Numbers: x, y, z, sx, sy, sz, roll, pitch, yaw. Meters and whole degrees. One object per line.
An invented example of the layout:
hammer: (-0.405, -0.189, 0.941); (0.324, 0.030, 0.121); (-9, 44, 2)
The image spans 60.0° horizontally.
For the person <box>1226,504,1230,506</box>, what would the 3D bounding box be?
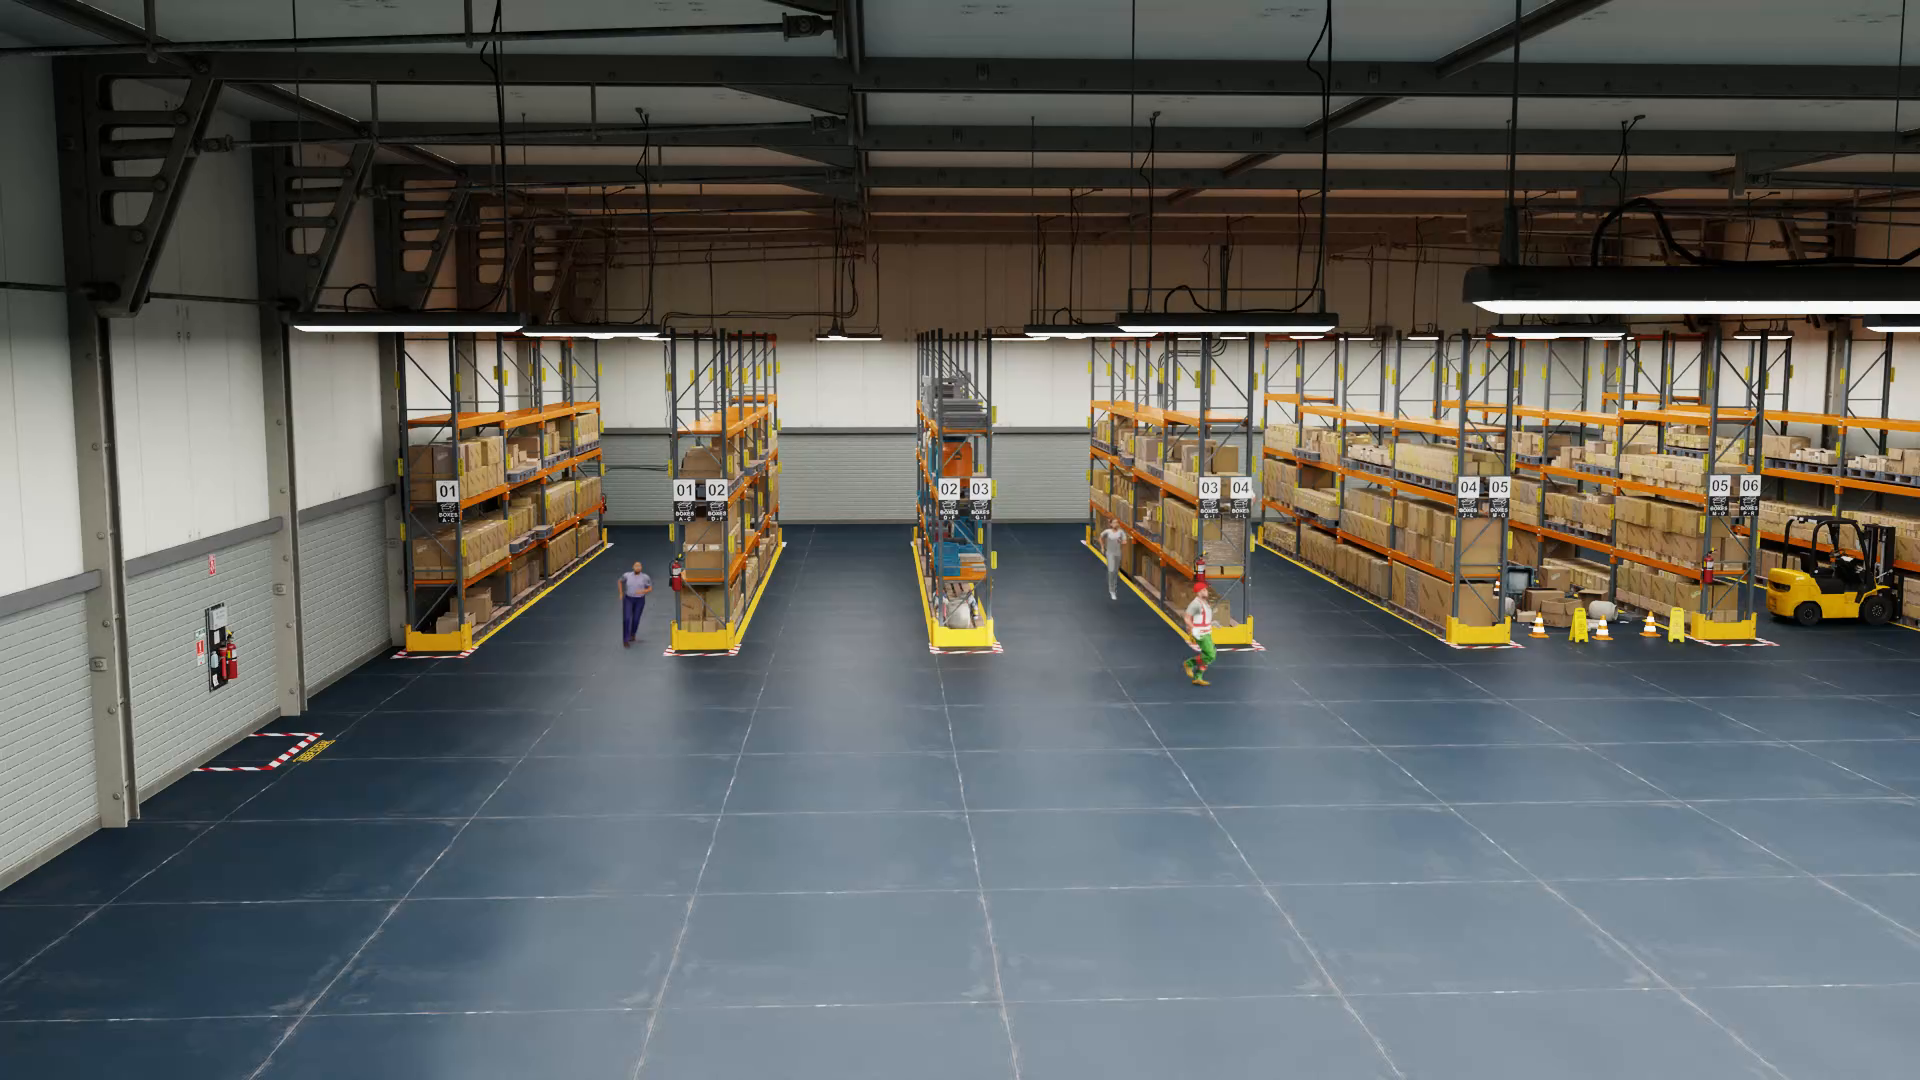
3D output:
person: (7.535, -0.773, 48.270); (0.632, 1.623, 0.532); (7, 9, 44)

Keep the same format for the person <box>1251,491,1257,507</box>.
person: (8.355, -0.906, 48.965); (0.708, 1.777, 0.730); (-2, 7, -14)

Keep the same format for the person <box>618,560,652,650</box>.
person: (-6.164, 1.215, 31.590); (0.620, 1.680, 0.845); (-2, 7, -14)

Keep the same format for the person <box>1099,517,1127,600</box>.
person: (3.316, 0.370, 35.844); (0.541, 1.736, 0.776); (-1, 7, -11)

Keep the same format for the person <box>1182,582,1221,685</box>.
person: (4.070, 1.577, 27.954); (0.590, 1.739, 0.664); (4, 8, 28)
